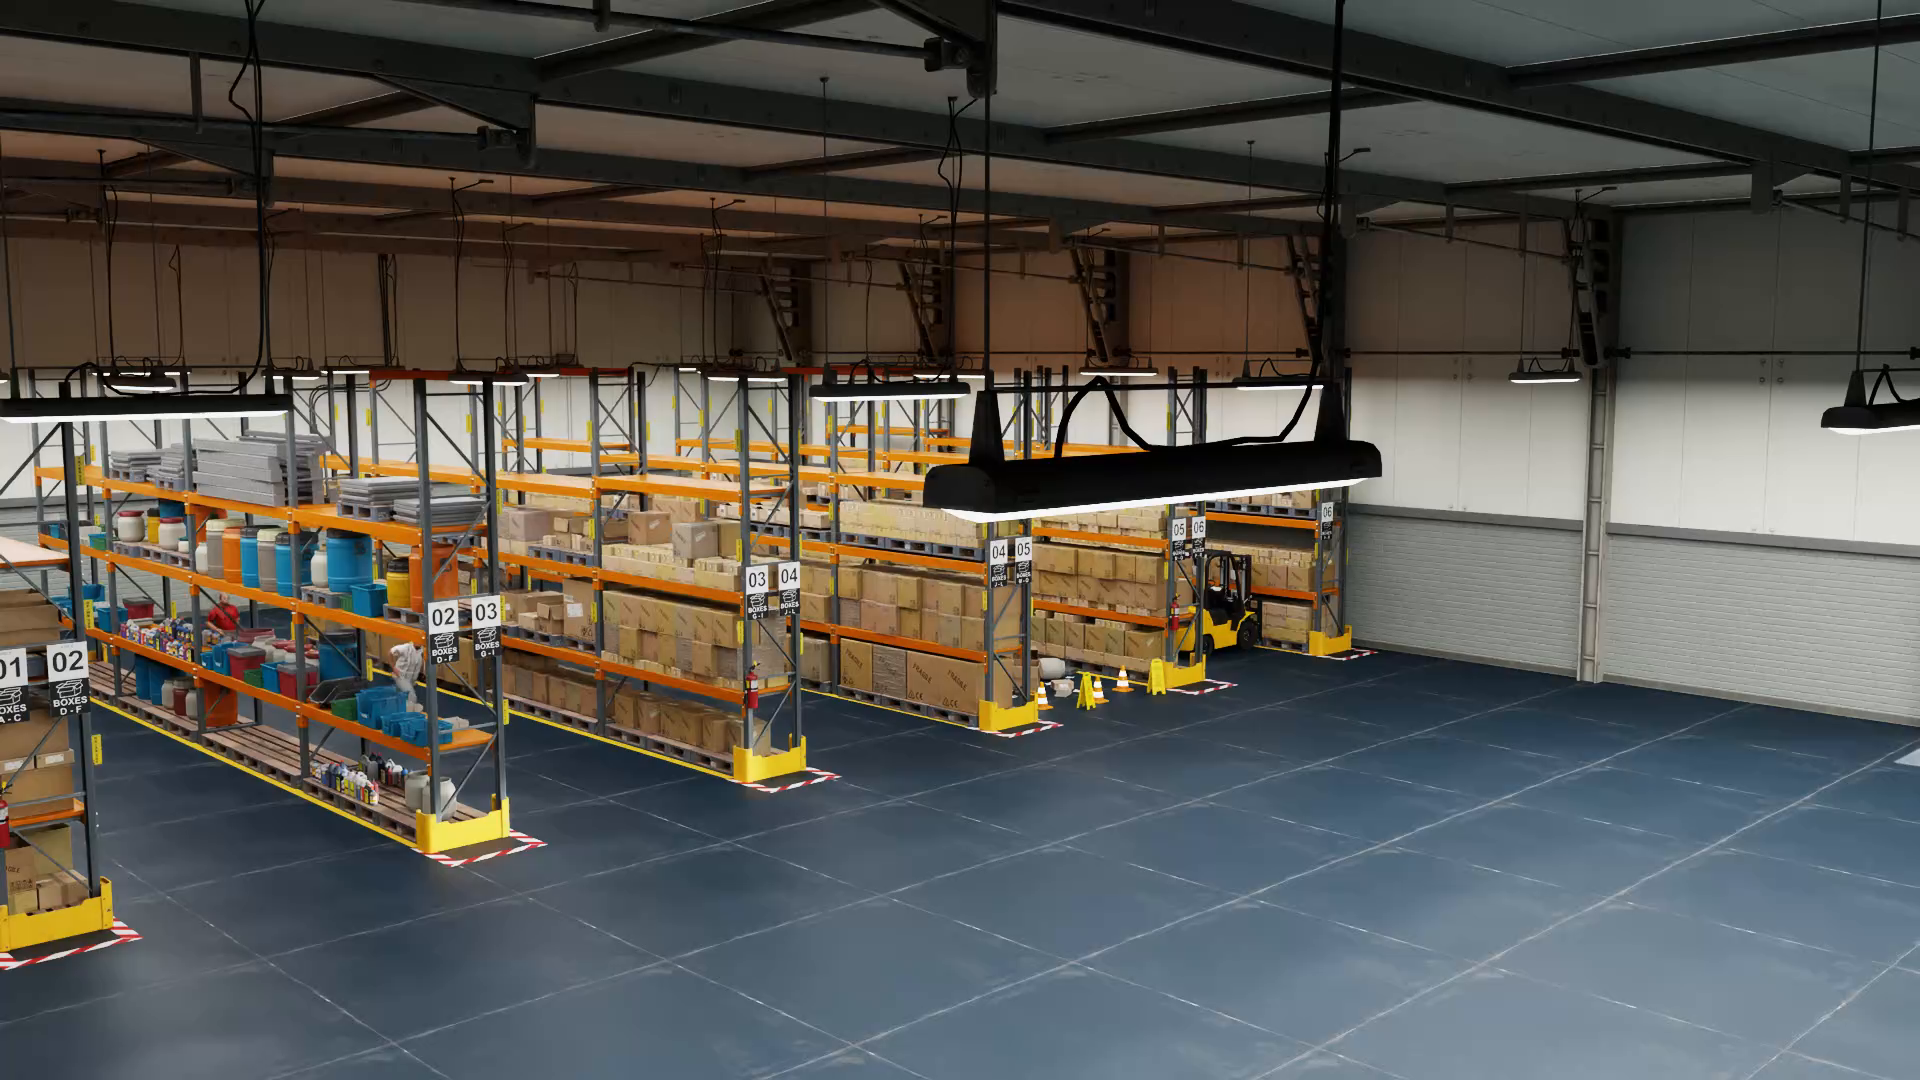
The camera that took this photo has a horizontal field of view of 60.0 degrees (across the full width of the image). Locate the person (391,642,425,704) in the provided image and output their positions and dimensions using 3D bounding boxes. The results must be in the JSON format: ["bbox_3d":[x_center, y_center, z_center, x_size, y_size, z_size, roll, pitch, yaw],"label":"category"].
[{"bbox_3d":[-9.397,2.363,28.115,1.030,1.720,0.667,5,8,35],"label":"person"}]

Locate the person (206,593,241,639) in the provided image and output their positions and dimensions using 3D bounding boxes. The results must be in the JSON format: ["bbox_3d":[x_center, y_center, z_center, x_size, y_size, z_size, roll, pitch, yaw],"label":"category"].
[{"bbox_3d":[-14.243,1.860,32.248,0.622,1.675,0.664,5,8,36],"label":"person"}]
